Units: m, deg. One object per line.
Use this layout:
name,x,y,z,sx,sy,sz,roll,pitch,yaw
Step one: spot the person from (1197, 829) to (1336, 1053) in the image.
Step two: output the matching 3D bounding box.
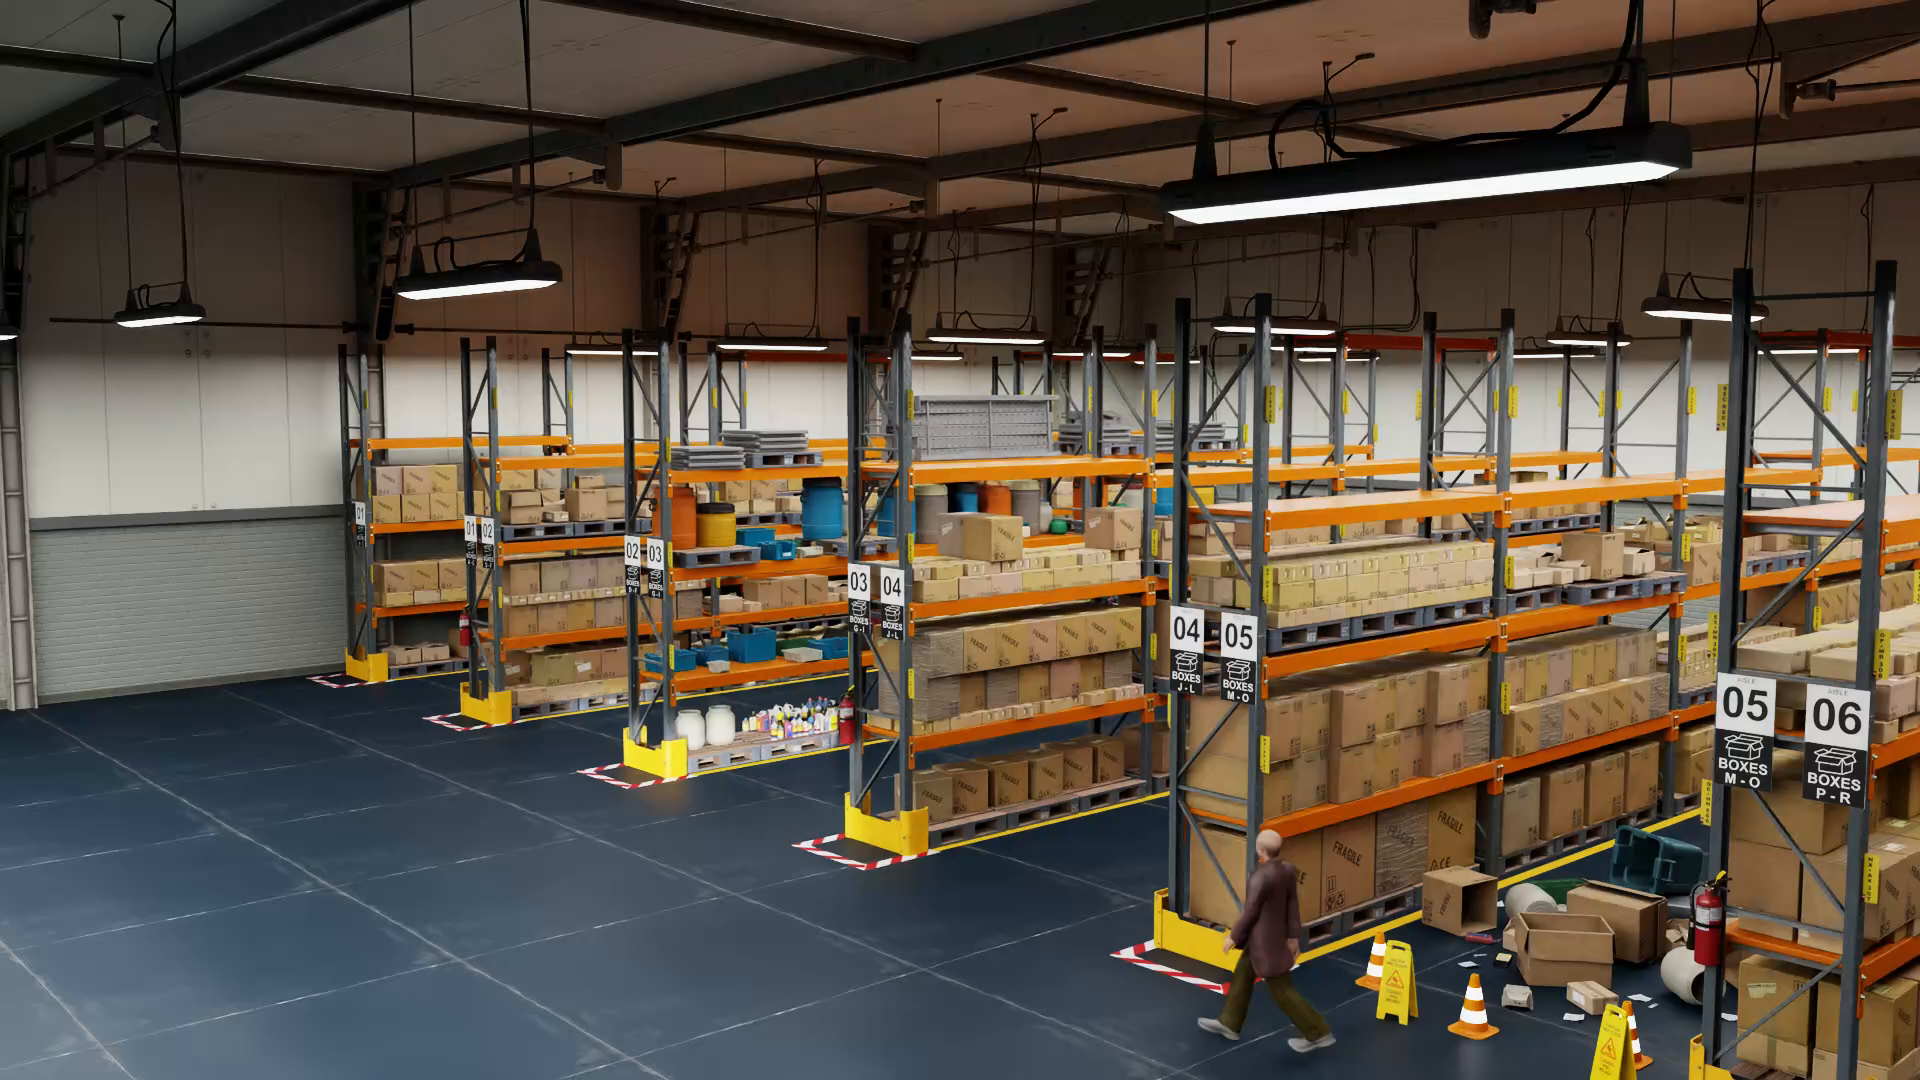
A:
person,2.395,3.129,13.020,1.123,1.743,0.531,2,5,18
